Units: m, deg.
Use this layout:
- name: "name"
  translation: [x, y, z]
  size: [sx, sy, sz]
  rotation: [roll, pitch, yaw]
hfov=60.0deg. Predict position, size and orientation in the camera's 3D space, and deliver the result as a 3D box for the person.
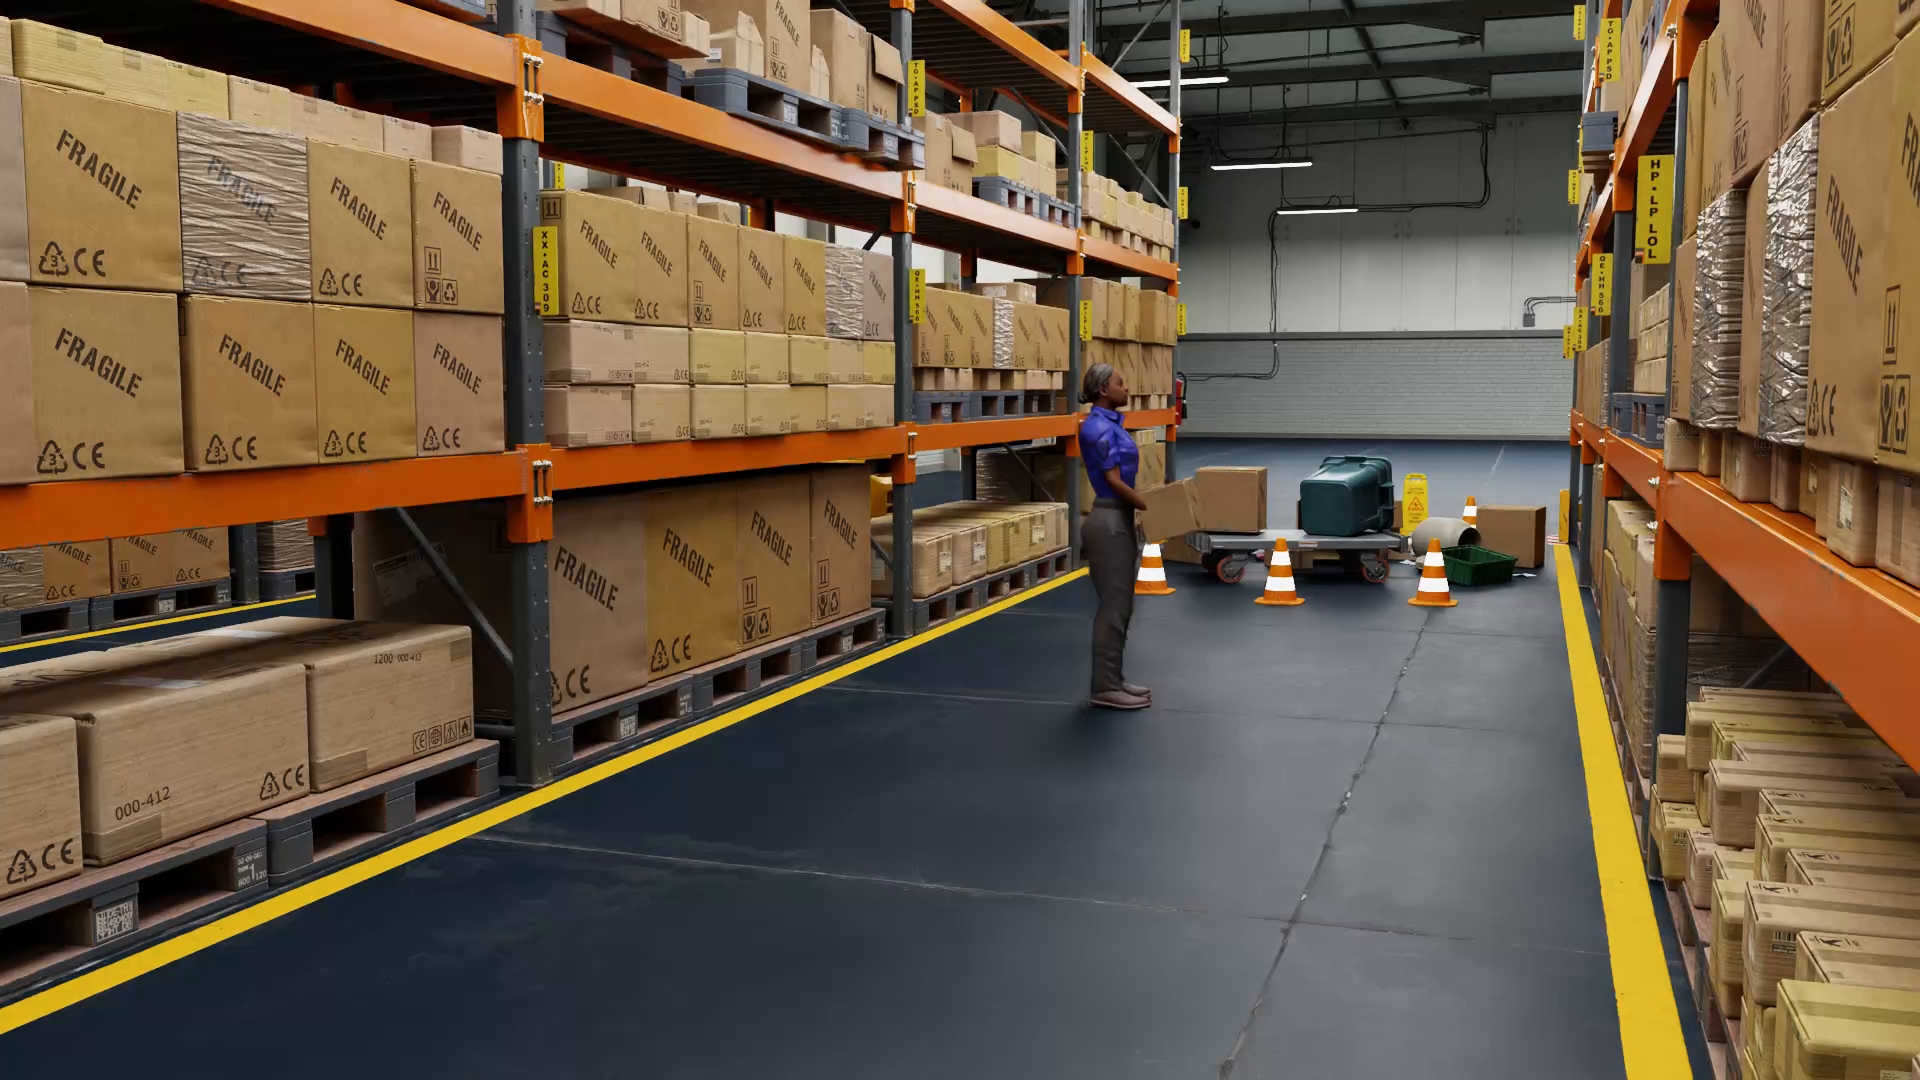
- name: "person"
  translation: [0.815, -0.030, 8.093]
  size: [0.503, 1.656, 0.479]
  rotation: [1, 5, 12]
